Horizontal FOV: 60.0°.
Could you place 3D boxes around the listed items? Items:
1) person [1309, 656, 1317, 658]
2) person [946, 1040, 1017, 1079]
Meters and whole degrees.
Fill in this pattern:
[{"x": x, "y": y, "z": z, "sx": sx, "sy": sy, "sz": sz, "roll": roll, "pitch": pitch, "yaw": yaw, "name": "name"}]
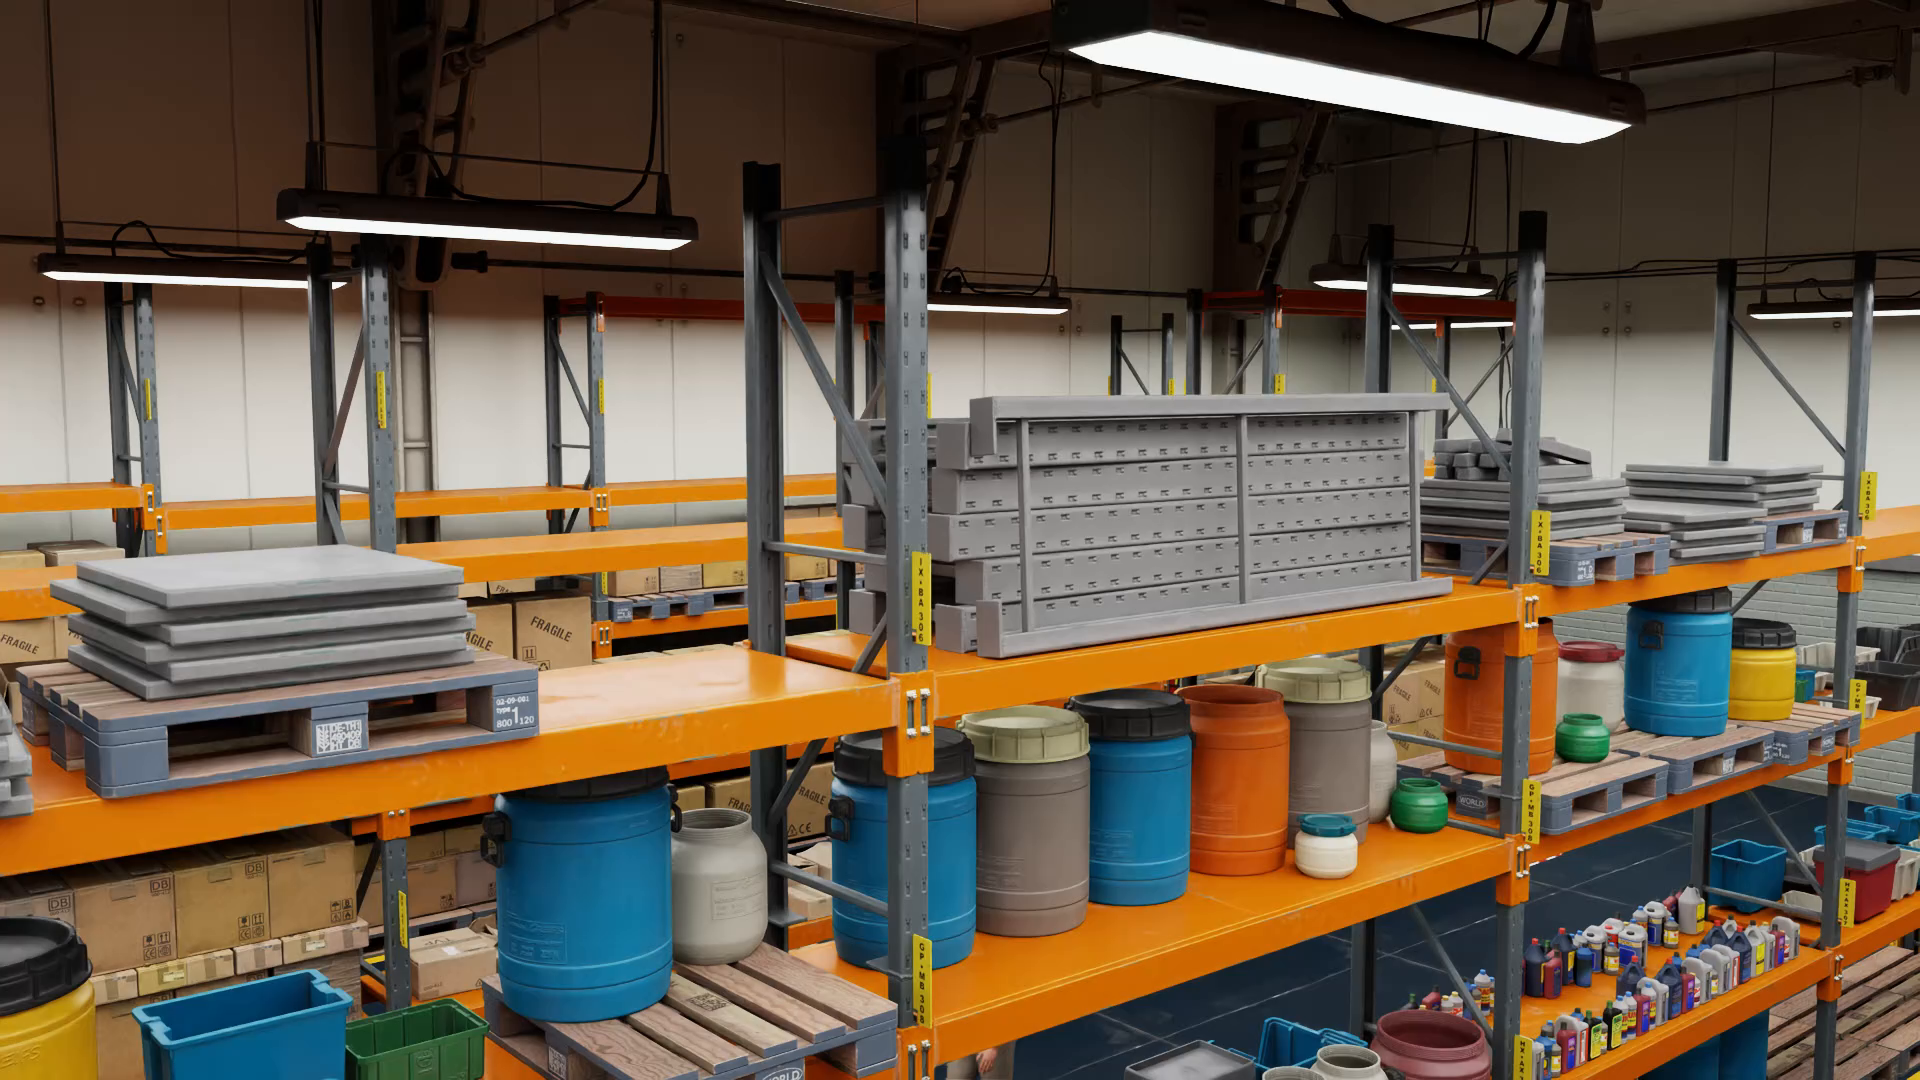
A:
[{"x": 4.580, "y": 2.127, "z": 22.459, "sx": 0.564, "sy": 1.721, "sz": 1.136, "roll": 3, "pitch": 6, "yaw": 25, "name": "person"}, {"x": 0.137, "y": 3.289, "z": 10.843, "sx": 0.553, "sy": 1.790, "sz": 0.585, "roll": -4, "pitch": 7, "yaw": -39, "name": "person"}]
